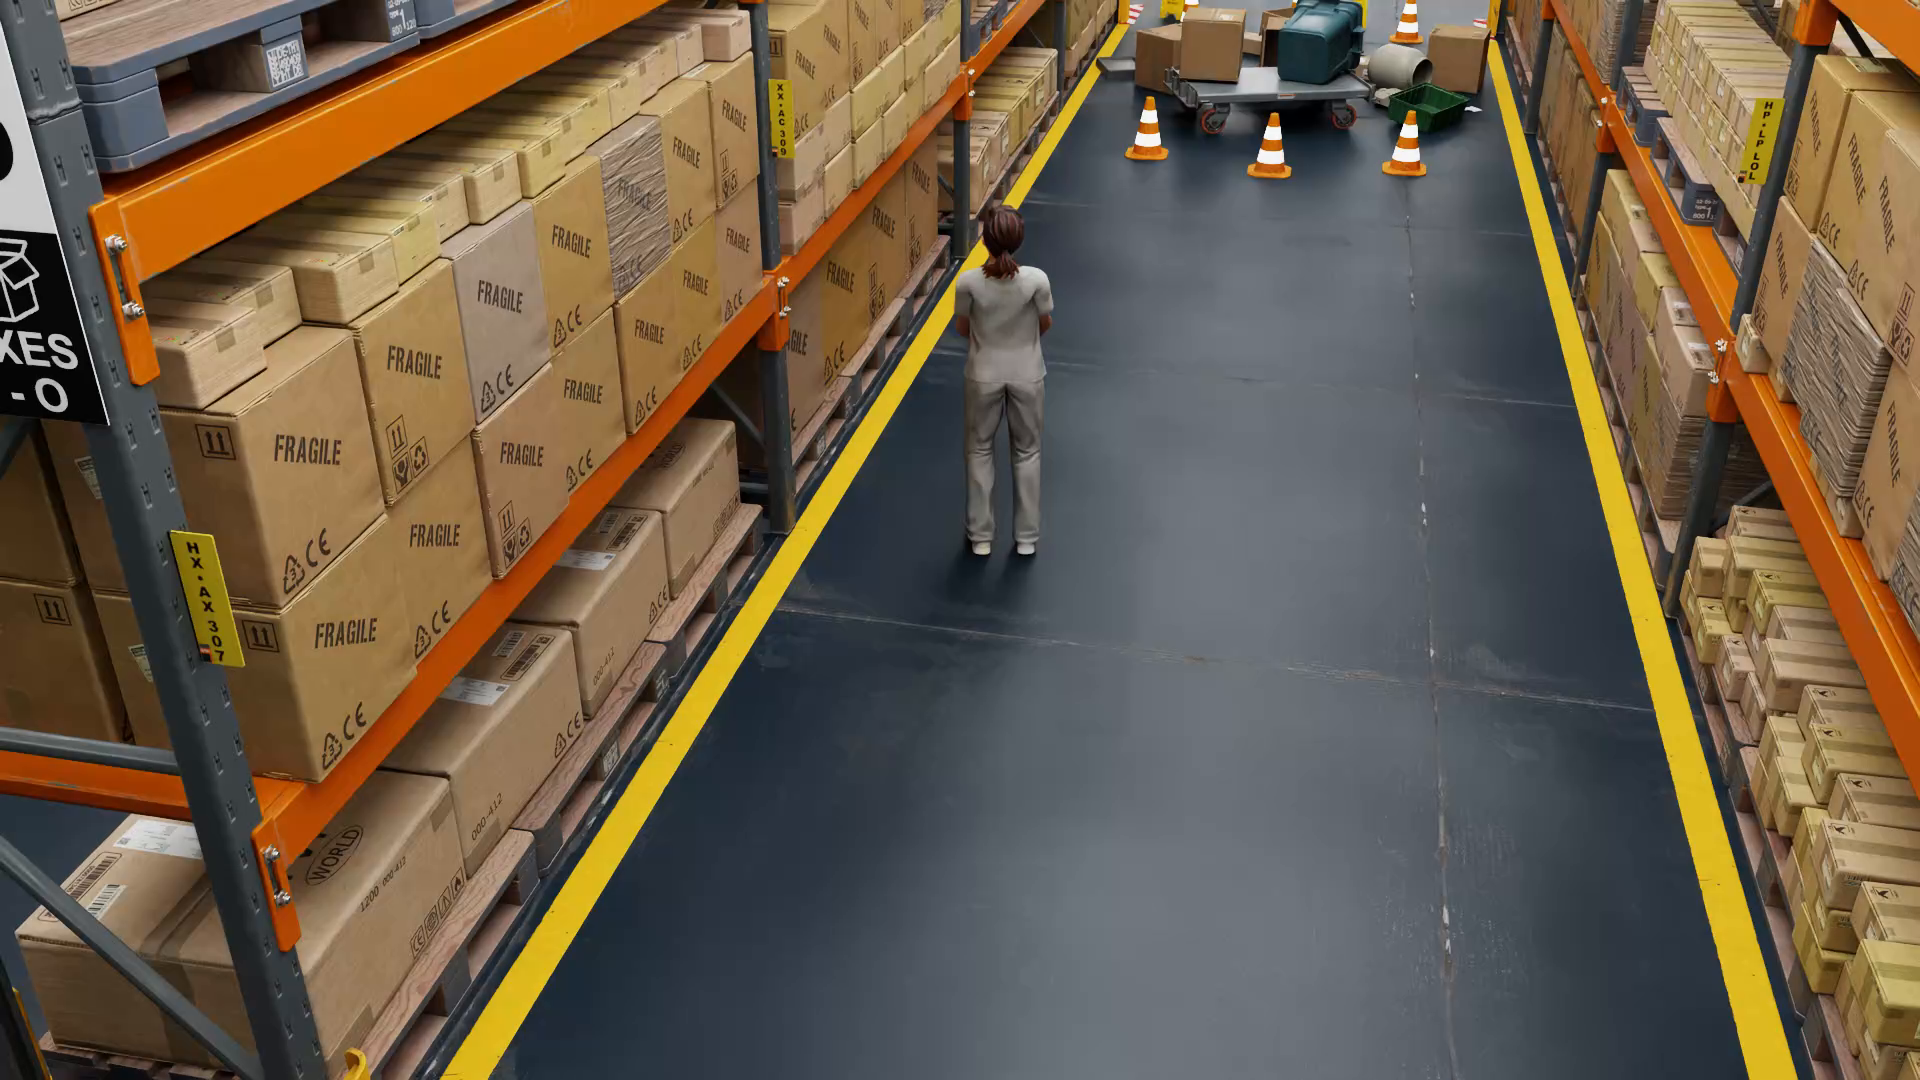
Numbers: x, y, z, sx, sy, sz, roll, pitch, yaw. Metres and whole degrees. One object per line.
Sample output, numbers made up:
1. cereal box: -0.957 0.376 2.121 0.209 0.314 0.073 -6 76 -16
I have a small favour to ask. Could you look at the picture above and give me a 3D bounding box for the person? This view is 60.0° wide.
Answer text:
1. person: 0.189 -0.736 7.471 0.438 1.662 0.560 0 29 -1
